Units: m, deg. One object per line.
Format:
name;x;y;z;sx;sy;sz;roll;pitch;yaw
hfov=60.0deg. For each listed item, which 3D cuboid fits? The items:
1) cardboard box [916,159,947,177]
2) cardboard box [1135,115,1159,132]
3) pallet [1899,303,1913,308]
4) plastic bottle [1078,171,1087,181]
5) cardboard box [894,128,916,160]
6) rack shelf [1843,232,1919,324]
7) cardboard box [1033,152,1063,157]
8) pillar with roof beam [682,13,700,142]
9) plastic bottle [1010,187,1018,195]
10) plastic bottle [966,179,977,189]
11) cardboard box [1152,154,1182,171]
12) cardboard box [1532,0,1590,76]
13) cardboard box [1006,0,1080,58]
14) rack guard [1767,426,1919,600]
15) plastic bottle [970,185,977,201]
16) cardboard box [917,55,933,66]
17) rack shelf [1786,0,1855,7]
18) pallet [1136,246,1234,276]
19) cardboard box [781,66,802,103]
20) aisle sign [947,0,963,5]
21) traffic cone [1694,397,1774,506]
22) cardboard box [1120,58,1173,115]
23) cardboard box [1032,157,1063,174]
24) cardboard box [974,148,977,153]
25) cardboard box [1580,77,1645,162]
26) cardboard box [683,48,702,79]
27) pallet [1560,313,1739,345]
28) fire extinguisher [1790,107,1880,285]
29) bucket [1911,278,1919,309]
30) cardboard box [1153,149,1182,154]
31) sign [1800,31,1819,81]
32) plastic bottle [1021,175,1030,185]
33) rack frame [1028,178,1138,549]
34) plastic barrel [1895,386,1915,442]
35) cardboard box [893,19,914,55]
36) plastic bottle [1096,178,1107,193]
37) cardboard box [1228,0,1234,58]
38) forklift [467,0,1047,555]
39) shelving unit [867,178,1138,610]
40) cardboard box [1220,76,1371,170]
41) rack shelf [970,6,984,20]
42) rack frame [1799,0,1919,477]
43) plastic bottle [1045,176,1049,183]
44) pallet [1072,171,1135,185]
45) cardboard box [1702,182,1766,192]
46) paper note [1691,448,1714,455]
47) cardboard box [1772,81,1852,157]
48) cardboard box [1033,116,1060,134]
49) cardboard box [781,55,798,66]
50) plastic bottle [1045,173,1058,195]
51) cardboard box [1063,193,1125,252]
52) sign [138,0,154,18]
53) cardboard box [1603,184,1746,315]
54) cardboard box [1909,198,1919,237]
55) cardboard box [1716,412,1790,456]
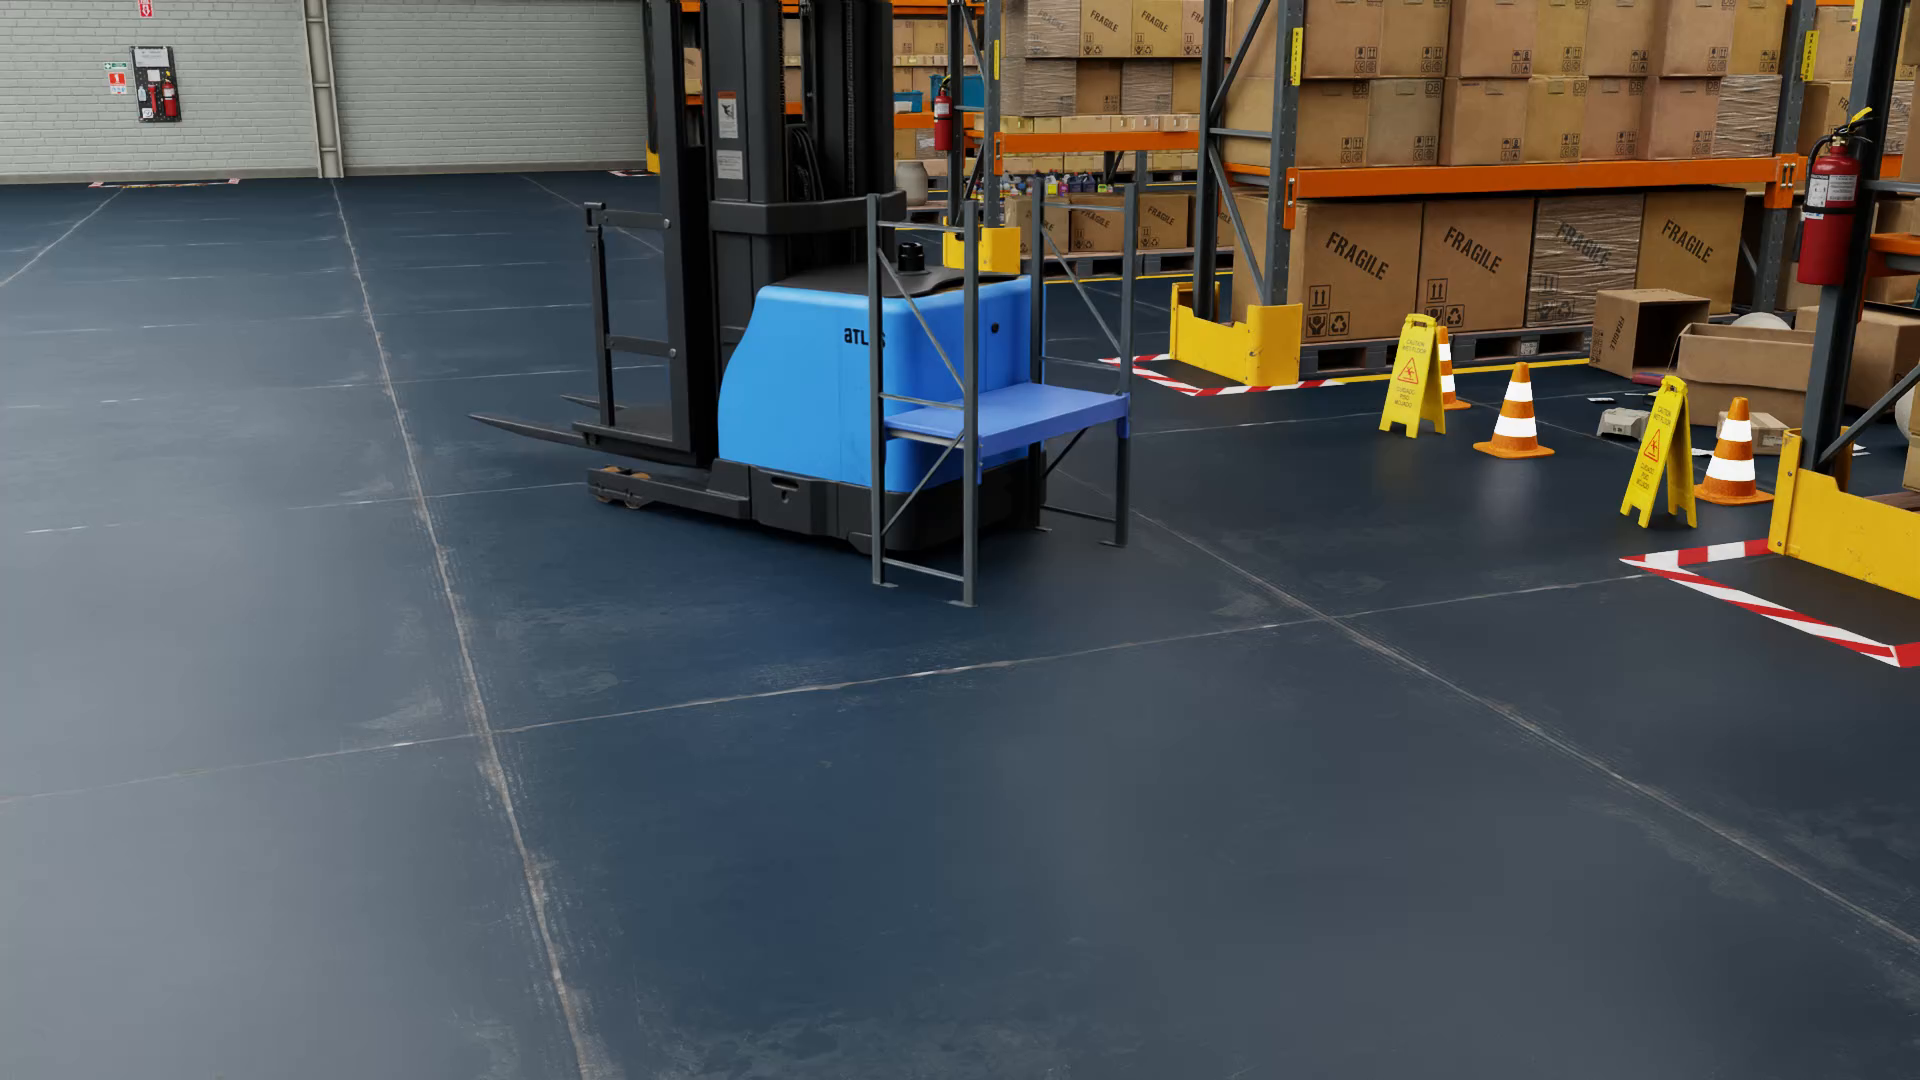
cardboard box;-0.511;-5.613;25.024;0.500;0.250;0.500;-6;17;-20
cardboard box;1.636;-3.846;15.318;0.250;0.149;0.380;-6;17;-20
pallet;7.370;-1.845;13.006;1.213;0.211;1.003;-6;17;-20
plastic bottle;1.533;-4.417;20.736;0.185;0.351;0.144;-6;17;-20
cardboard box;-0.977;-5.922;24.745;0.500;0.500;0.500;-6;17;-20
rack shelf;5.534;-1.122;6.873;4.000;0.370;1.077;-6;17;-20
cardboard box;1.258;-6.060;25.549;0.500;0.311;0.500;-6;18;-21
pillar with roof beam;-3.313;-9.827;24.590;0.400;9.000;9.100;-6;17;-20
plastic bottle;0.658;-4.200;20.263;0.097;0.201;0.097;0;16;0
plastic bottle;0.151;-4.399;20.808;0.135;0.276;0.152;-6;17;-20
cardboard box;3.165;-5.998;26.336;0.500;0.250;0.500;-6;18;-21
cardboard box;3.661;-3.363;11.045;0.500;0.550;0.875;-6;17;-20
cardboard box;0.731;-4.527;14.711;0.500;0.500;0.500;-6;17;-20
rack guard;3.737;-0.074;6.463;0.348;0.500;1.175;-6;17;-20
plastic bottle;0.152;-4.179;20.067;0.097;0.271;0.097;0;16;0
cardboard box;-0.583;-7.080;24.557;0.250;0.149;0.380;-6;17;-20
rack shelf;11.421;-7.682;23.886;4.000;0.370;1.077;-6;17;-20
pallet;2.100;-2.737;16.045;1.213;0.211;1.003;-6;17;-20
cardboard box;-2.492;-6.626;24.160;0.500;0.500;0.700;-6;17;-19
aisle sign;-0.045;-5.193;14.845;0.004;0.787;0.394;-6;17;-20
traffic cone;3.606;-0.431;7.745;0.334;0.463;0.336;-6;17;-20
cardboard box;1.550;-4.233;15.484;0.500;0.500;0.875;-6;17;-20
cardboard box;1.257;-5.792;25.633;0.500;0.250;0.500;-6;17;-19
cardboard box;0.175;-7.382;30.570;0.500;0.500;0.700;-6;17;-19
cardboard box;4.144;-2.908;11.411;0.550;0.550;0.875;-6;17;-20
cardboard box;-4.644;-8.049;28.085;0.500;0.500;0.500;-6;17;-20
pallet;4.798;-1.567;12.060;1.213;0.211;1.003;-6;17;-20
fire extinguisher;3.394;-1.338;6.469;0.183;0.674;0.296;-6;17;-20
bucket;6.234;-1.500;9.993;0.620;0.611;0.726;9;16;-4
cardboard box;3.165;-6.266;26.252;0.500;0.311;0.500;-6;18;-21
sign;5.736;-3.269;11.228;0.005;0.325;0.100;-6;17;-20
plastic bottle;0.835;-4.490;21.106;0.133;0.283;0.061;-5;17;-18
rack frame;0.501;-0.730;6.921;0.500;1.500;0.032;13;21;37
plastic barrel;5.053;-0.636;8.513;0.421;0.421;0.512;6;17;18
cardboard box;-1.037;-7.406;24.513;0.500;0.500;0.700;-6;17;-20
plastic bottle;1.752;-4.352;20.634;0.133;0.283;0.061;-5;17;-17
cardboard box;2.600;-4.728;15.395;0.500;0.500;0.500;-6;17;-20
forklift;-1.102;-1.652;7.523;3.031;2.935;1.130;12;20;35
shelving unit;0.181;-0.618;6.542;0.538;1.500;1.048;13;21;37
cardboard box;2.131;-2.679;10.632;0.550;0.550;0.875;-6;17;-20
rack shelf;2.182;-8.179;25.579;4.000;0.370;1.077;-6;17;-20
rack frame;3.666;-1.266;6.085;0.127;3.000;1.000;-6;17;-20
plastic bottle;1.089;-4.463;21.034;0.097;0.271;0.097;0;16;0
pallet;2.129;-5.754;26.317;1.213;0.211;1.003;-6;17;-20
cardboard box;8.242;-3.926;18.169;0.875;0.875;1.225;-7;18;-23
paper note;3.837;-0.460;8.611;0.142;0.019;0.148;-14;21;-39
cardboard box;6.123;-2.991;11.784;0.500;0.500;0.500;-6;17;-19
cardboard box;0.712;-3.739;14.952;0.250;0.149;0.380;-6;17;-20
cardboard box;-2.499;-6.874;23.854;0.250;0.149;0.380;-6;17;-20
plastic bottle;1.104;-4.327;20.430;0.185;0.351;0.144;-6;17;-20
cardboard box;1.255;-3.003;15.692;0.500;0.500;0.500;-2;16;-6
sign;-12.820;-8.375;26.178;0.199;0.298;0.001;-6;17;-20
cardboard box;4.923;-2.098;11.945;0.875;0.875;0.875;-6;17;-19
cardboard box;3.939;-1.239;6.440;0.250;0.149;0.380;-6;17;-18
cardboard box;4.167;-0.561;8.746;0.250;0.149;0.380;3;17;9
